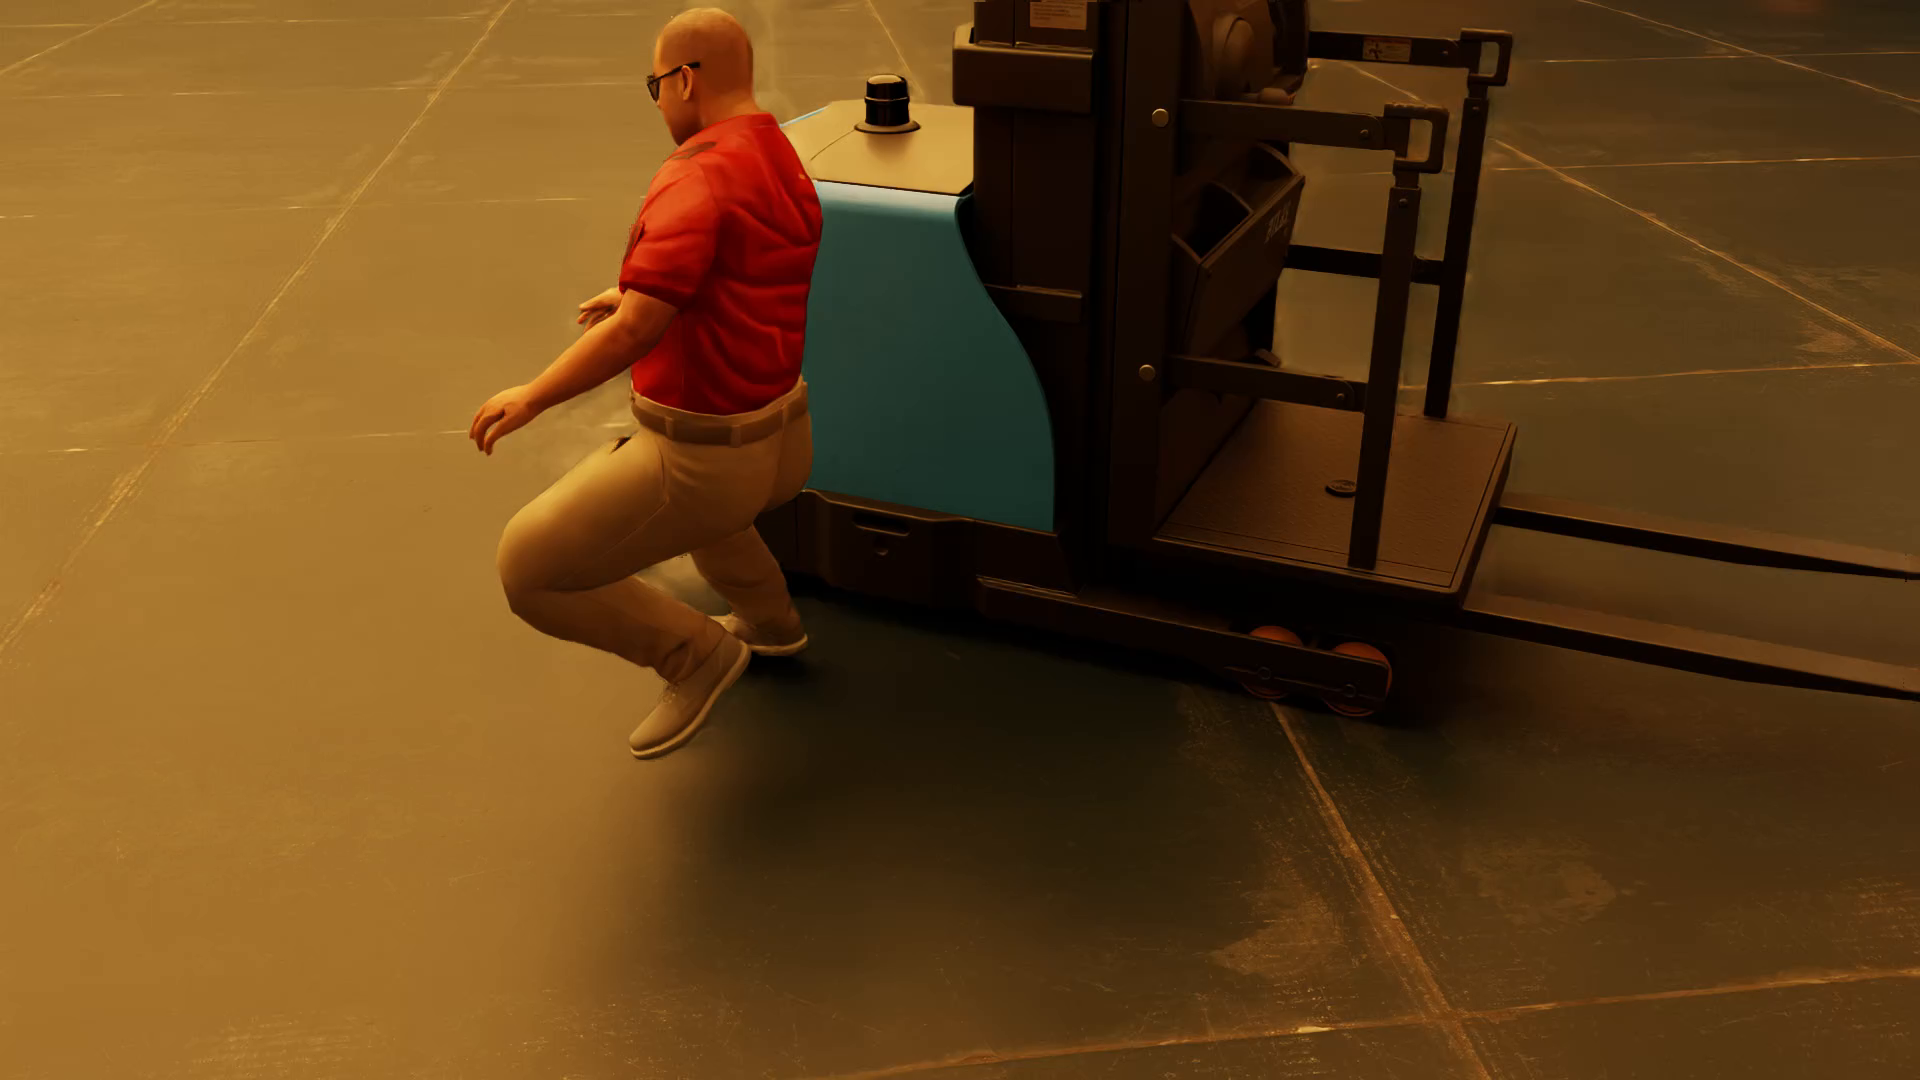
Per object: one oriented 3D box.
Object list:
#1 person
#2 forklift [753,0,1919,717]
[{"bbox_3d":[-0.642,-0.285,3.379,0.714,1.535,0.830,10,28,20],"label":"person"},{"bbox_3d":[0.839,-1.182,3.682,3.031,2.935,1.130,11,28,21],"label":"forklift"}]
